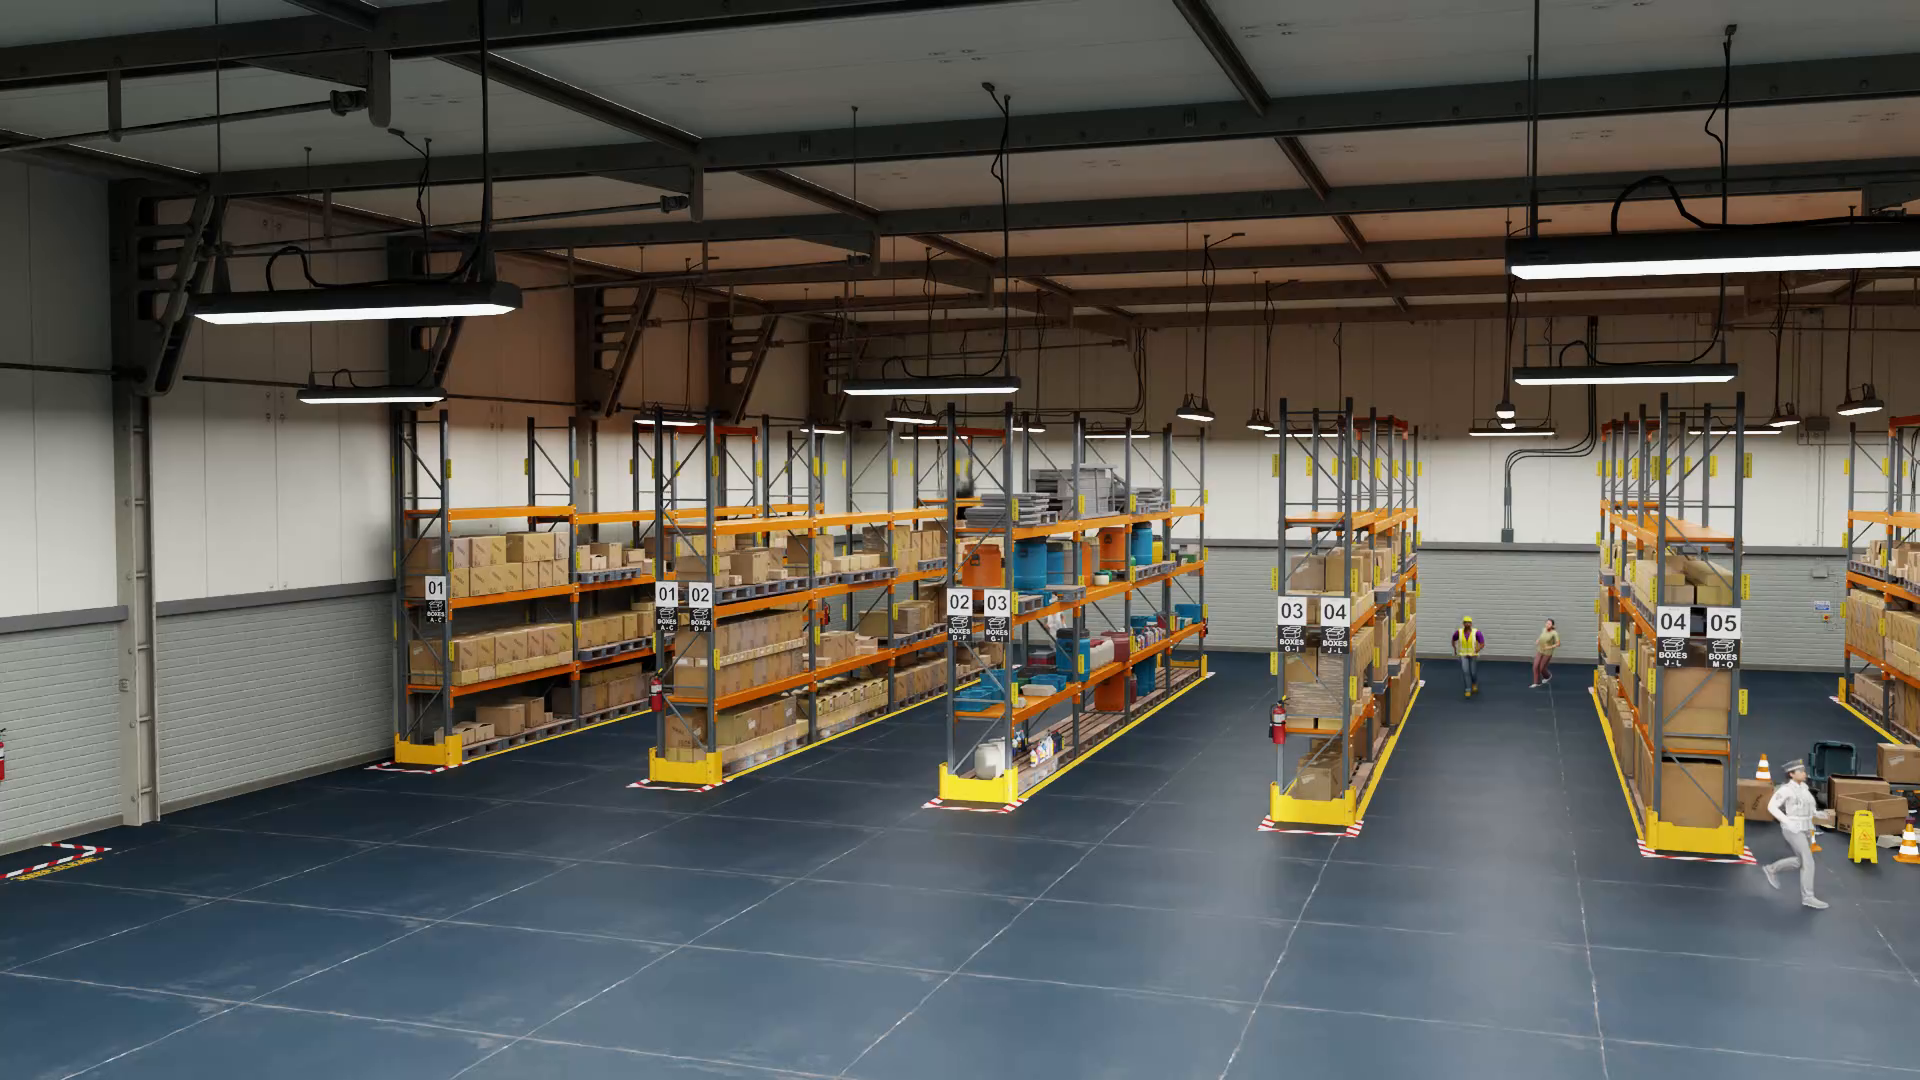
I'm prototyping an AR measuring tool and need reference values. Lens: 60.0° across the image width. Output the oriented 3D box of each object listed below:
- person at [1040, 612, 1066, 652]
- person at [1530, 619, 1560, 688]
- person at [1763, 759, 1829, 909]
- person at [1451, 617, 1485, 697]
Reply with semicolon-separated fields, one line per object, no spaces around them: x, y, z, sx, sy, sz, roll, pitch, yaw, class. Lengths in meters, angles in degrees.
2.303;2.379;40.986;0.684;1.825;0.810;0;2;-5;person
13.452;2.596;38.014;0.685;1.602;0.620;-1;3;-31;person
9.620;3.340;19.151;0.626;1.665;0.805;-2;3;-33;person
11.204;2.559;36.705;0.712;1.758;0.792;1;3;20;person
